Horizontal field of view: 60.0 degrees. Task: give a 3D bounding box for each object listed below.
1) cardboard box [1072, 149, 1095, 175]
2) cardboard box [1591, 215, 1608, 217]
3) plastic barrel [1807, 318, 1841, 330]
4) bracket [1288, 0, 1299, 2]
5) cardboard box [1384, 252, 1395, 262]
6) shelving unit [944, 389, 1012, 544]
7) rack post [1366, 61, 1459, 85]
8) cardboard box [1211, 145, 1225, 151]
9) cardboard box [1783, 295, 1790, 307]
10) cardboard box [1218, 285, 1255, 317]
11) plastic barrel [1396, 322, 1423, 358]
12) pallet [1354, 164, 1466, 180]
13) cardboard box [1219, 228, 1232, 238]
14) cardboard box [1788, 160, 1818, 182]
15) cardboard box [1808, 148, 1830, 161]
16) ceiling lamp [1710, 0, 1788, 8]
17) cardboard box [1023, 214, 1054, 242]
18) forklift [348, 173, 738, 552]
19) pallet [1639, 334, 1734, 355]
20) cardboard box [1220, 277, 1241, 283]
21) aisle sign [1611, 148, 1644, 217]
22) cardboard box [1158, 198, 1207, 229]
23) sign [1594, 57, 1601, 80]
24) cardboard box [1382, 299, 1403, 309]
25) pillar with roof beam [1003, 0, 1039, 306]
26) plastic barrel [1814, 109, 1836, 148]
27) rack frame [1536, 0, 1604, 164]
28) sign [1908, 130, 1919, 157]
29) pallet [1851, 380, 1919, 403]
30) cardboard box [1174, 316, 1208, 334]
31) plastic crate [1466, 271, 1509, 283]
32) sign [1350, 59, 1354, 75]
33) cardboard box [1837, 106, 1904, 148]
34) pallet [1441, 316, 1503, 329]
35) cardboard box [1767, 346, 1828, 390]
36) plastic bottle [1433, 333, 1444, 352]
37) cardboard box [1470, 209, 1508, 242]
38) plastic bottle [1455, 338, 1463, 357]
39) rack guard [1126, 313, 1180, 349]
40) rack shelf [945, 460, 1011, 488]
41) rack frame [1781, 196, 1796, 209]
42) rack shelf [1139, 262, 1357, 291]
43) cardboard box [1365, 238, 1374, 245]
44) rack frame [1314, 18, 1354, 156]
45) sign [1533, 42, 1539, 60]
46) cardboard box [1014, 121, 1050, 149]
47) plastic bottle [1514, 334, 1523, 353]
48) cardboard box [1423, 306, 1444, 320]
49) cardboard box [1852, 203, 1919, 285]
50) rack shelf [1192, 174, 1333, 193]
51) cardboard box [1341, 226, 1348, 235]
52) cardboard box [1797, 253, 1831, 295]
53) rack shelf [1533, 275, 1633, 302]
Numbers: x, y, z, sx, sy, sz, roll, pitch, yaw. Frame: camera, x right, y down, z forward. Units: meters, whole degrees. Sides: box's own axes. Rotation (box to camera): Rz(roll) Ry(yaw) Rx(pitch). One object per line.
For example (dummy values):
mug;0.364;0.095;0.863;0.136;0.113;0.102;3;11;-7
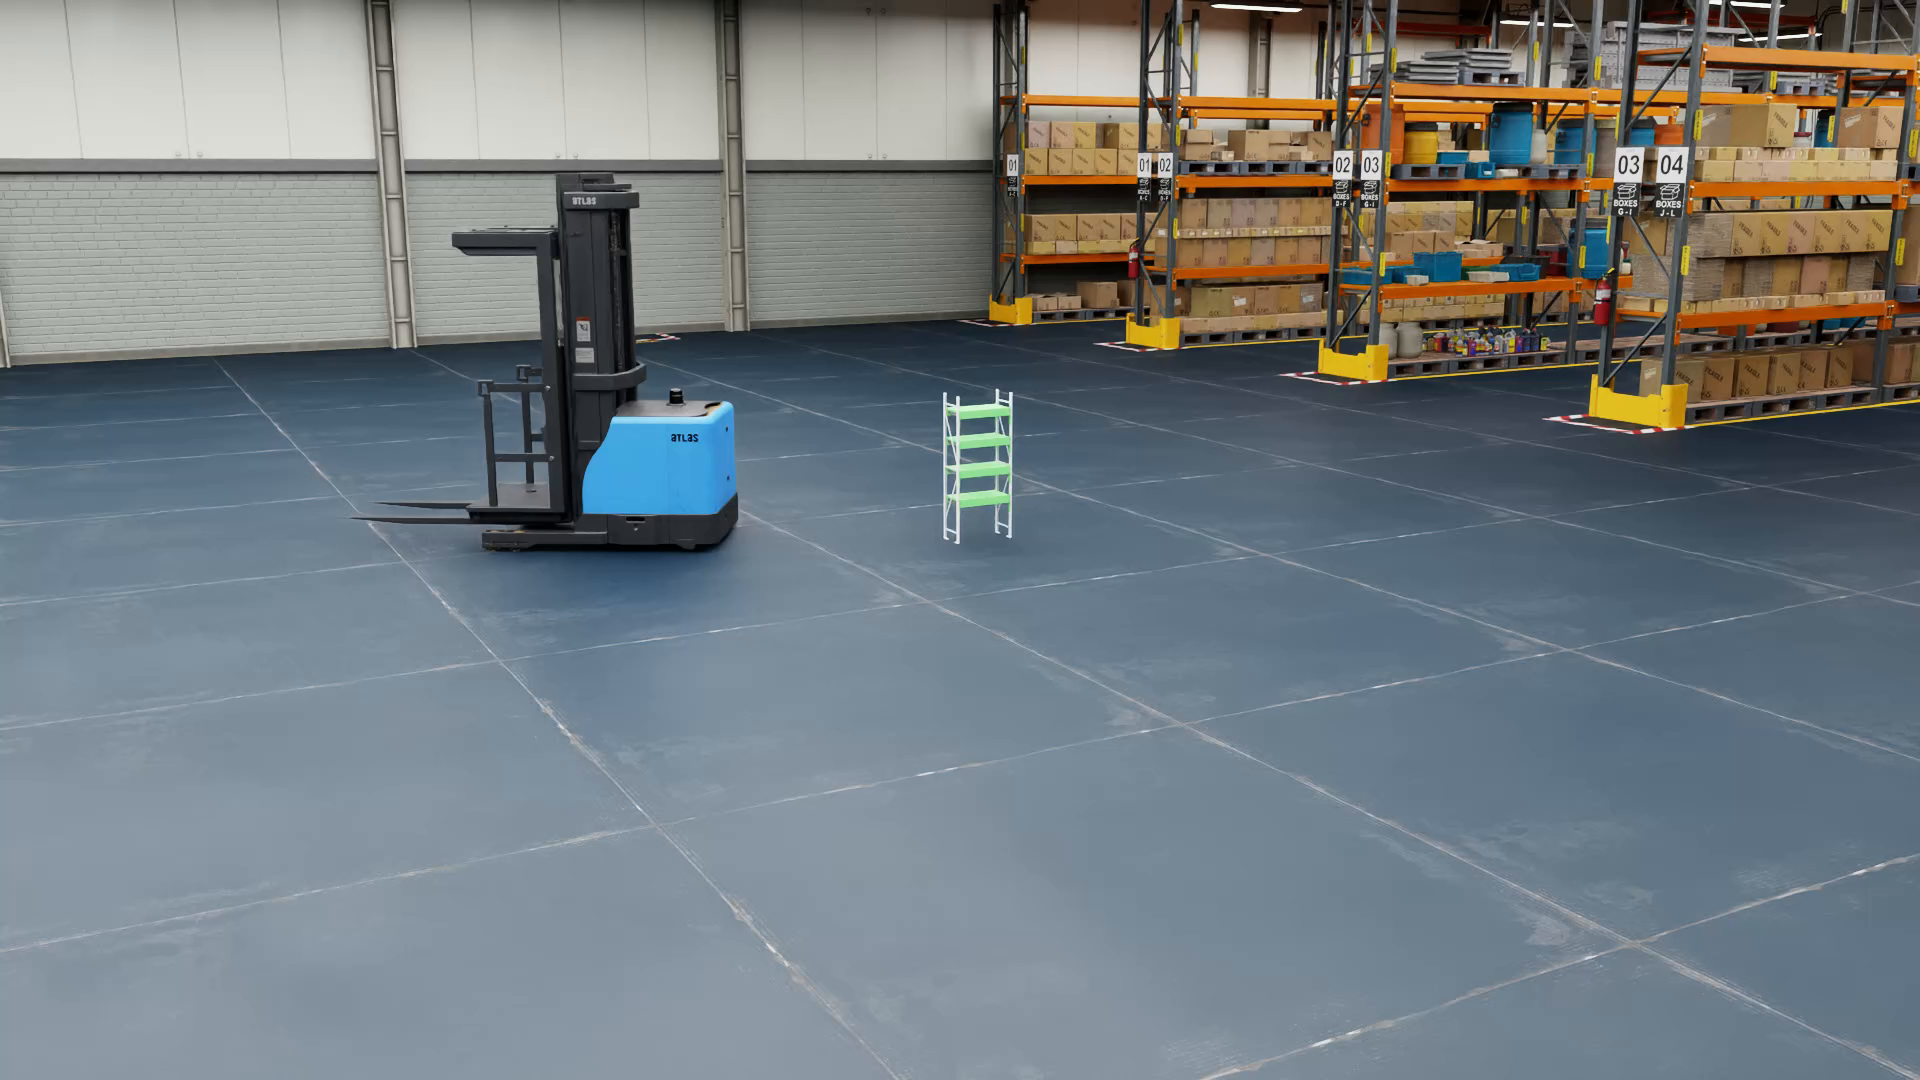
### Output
cardboard box;2.281;-7.365;32.397;0.500;0.500;0.500;-6;14;-25
cardboard box;12.739;-6.221;33.237;0.500;0.500;0.700;-4;13;-19
plastic barrel;15.098;-4.157;29.070;0.708;0.901;0.600;-7;14;-28
bracket;6.926;-11.280;35.039;0.430;0.232;0.235;-7;14;-28
cardboard box;7.689;-5.149;30.227;0.250;0.149;0.380;-7;14;-28
shelving unit;0.145;-0.603;13.555;0.503;1.200;0.258;-7;14;-28
rack post;6.397;-6.579;23.487;0.954;0.300;0.937;-5;14;-22
cardboard box;4.186;-6.632;28.480;0.500;0.250;0.500;-7;14;-28
cardboard box;9.929;-2.939;20.411;0.250;0.149;0.380;-7;14;-28
cardboard box;4.750;-4.147;28.804;0.500;0.500;0.500;-7;14;-28
plastic barrel;6.653;-2.969;24.681;0.421;0.512;0.421;0;13;0
pallet;6.445;-5.281;23.841;1.213;0.211;1.003;-7;14;-28
cardboard box;4.422;-5.242;28.364;0.250;0.149;0.380;-7;14;-29
cardboard box;9.933;-4.441;20.019;0.500;0.250;0.500;-6;14;-26
cardboard box;10.255;-4.663;20.099;0.250;0.149;0.380;-6;14;-25
ceiling lamp;14.394;-11.224;29.694;2.000;3.185;0.800;-7;14;-28
cardboard box;1.488;-6.045;32.228;0.500;0.500;0.500;-7;14;-28
forklift;-3.404;-1.453;13.388;3.031;2.935;1.130;1;13;2
pallet;11.995;-3.249;27.564;1.213;0.211;1.003;-7;14;-28
cardboard box;5.504;-5.311;35.069;0.500;0.500;0.700;-7;15;-29
aisle sign;7.847;-4.207;19.548;0.004;0.787;0.394;-7;14;-28
cardboard box;3.764;-5.530;28.169;0.500;0.500;0.700;-7;14;-28
sign;9.437;-6.980;24.605;0.005;0.325;0.100;-7;14;-28
cardboard box;7.737;-4.401;30.364;0.500;0.311;0.500;-7;14;-29
pillar with roof beam;3.188;-8.088;29.053;0.548;9.000;9.100;-7;14;-28
plastic barrel;14.780;-6.808;28.097;0.708;0.901;0.600;-7;14;-28
rack frame;9.183;-7.189;25.058;0.127;3.000;1.000;-7;14;-28
sign;11.823;-4.920;20.628;0.005;0.325;0.100;-7;14;-28
pallet;12.239;-2.030;22.147;1.213;0.211;1.003;-7;14;-28
cardboard box;3.879;-3.673;28.406;0.500;0.250;0.500;-7;14;-28
plastic crate;7.879;-3.914;24.770;0.437;0.136;0.530;-7;14;-28
sign;8.216;-9.910;34.840;0.005;0.325;0.100;-7;14;-28
cardboard box;11.283;-5.112;20.619;0.500;0.500;0.500;-7;15;-30
pallet;9.583;-4.199;31.785;1.213;0.211;1.003;-7;14;-28
cardboard box;10.687;-2.197;21.277;0.500;0.500;0.500;-2;13;-10
plastic bottle;7.308;-3.026;25.426;0.135;0.276;0.152;-7;14;-27
cardboard box;11.942;-7.213;38.146;0.700;0.700;0.980;-7;14;-27
plastic bottle;7.413;-2.856;24.679;0.097;0.271;0.097;0;13;0
rack guard;3.281;-3.574;28.353;0.348;0.500;1.175;-7;14;-28
rack shelf;0.145;-0.540;13.569;0.480;0.148;0.258;-7;14;-28
rack frame;17.346;-6.480;35.569;0.127;3.000;1.000;-7;14;-28
rack shelf;5.057;-4.656;29.104;4.000;0.370;1.077;-7;14;-28
cardboard box;8.846;-6.506;36.213;0.250;0.149;0.380;-6;14;-26
rack frame;7.947;-9.519;35.411;0.127;3.000;1.000;-7;14;-28
sign;10.593;-8.991;30.578;0.005;0.325;0.100;-7;14;-28
cardboard box;1.380;-7.754;31.850;0.500;0.500;0.500;-8;15;-32
plastic bottle;8.464;-2.983;25.217;0.133;0.283;0.061;-6;14;-24
cardboard box;8.635;-4.237;30.911;0.500;0.250;0.500;-7;14;-27
cardboard box;12.321;-3.862;21.615;1.000;1.000;1.000;-7;14;-27
rack shelf;6.192;-7.494;34.885;4.000;0.370;1.077;-7;14;-28
cardboard box;6.677;-5.513;29.567;0.250;0.149;0.380;-7;14;-28
cardboard box;10.285;-3.348;20.751;0.500;0.500;0.875;-7;14;-28
rack shelf;10.938;-4.122;26.730;4.000;0.370;1.077;-7;14;-28
